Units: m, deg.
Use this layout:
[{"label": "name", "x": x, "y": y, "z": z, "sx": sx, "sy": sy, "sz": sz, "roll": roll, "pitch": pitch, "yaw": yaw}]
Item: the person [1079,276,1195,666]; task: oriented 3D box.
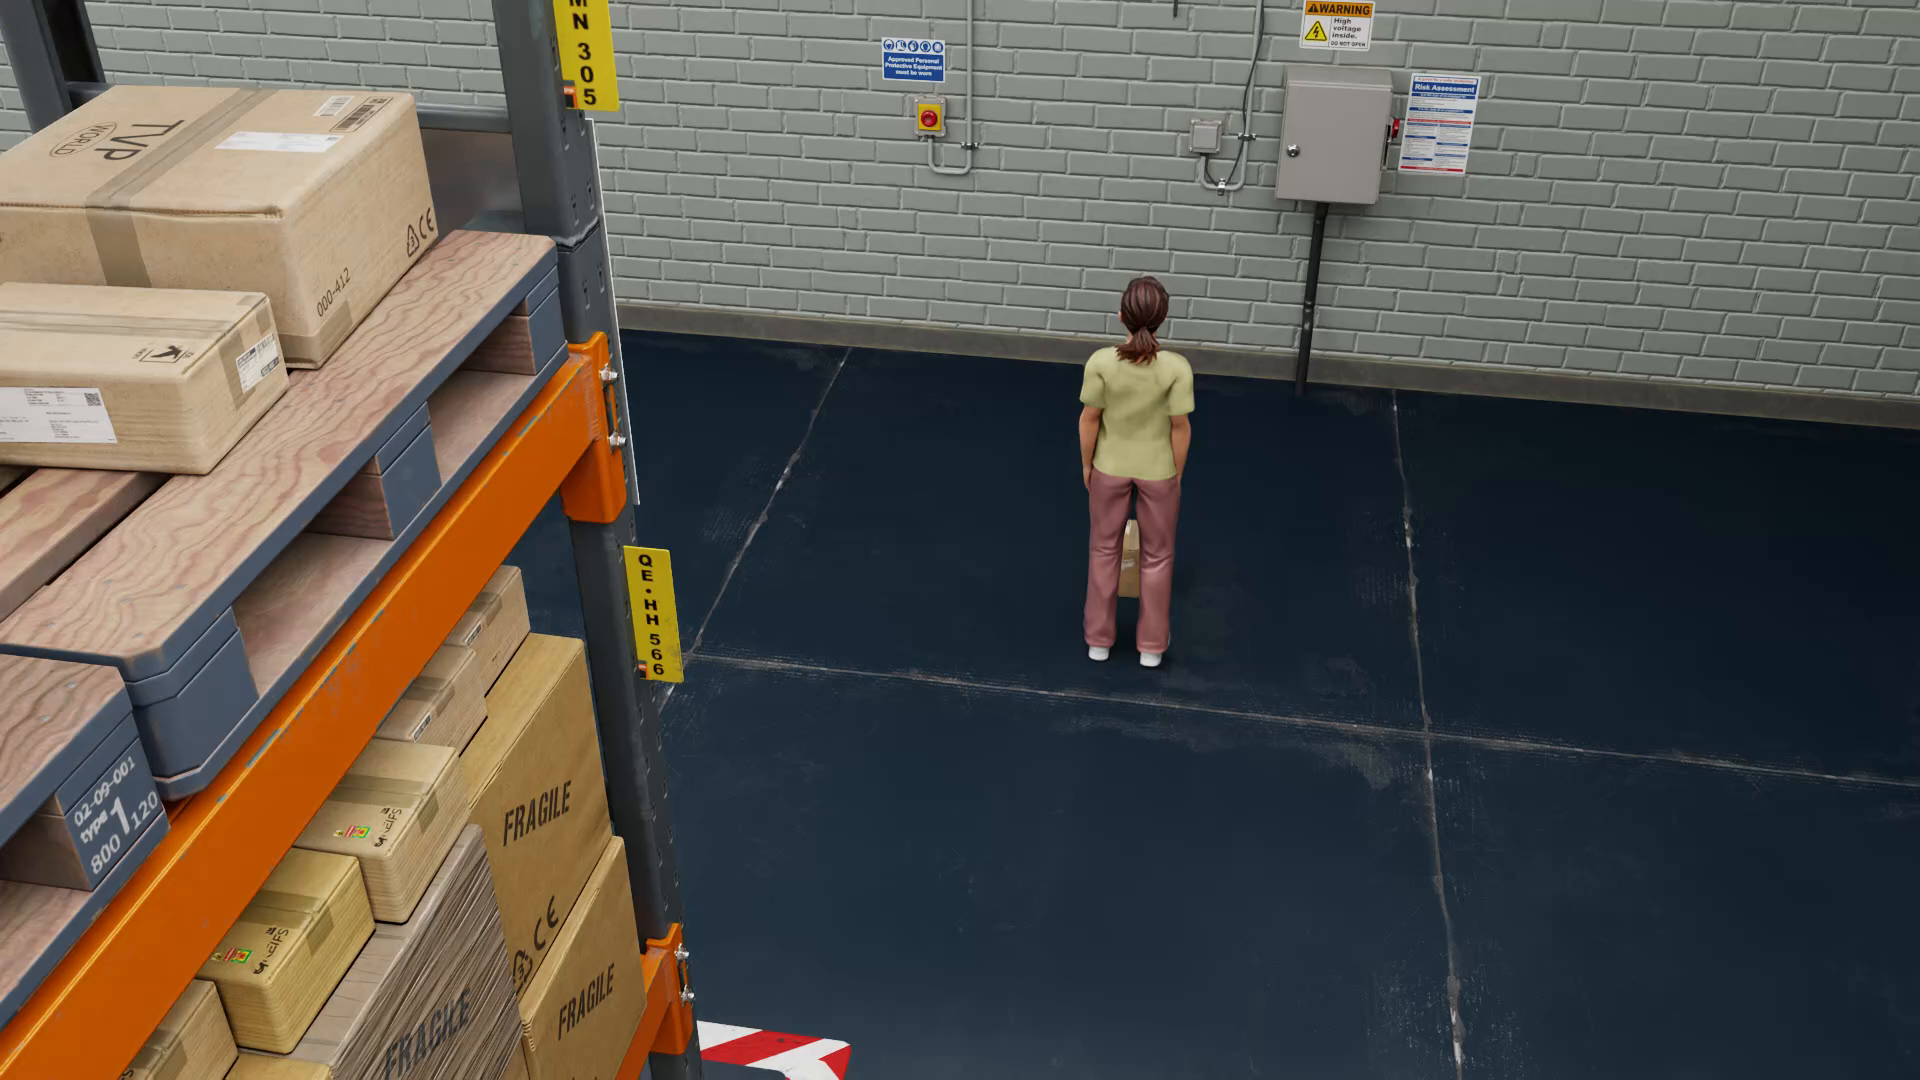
[{"label": "person", "x": 0.680, "y": -0.250, "z": 6.544, "sx": 0.439, "sy": 1.675, "sz": 0.353, "roll": 6, "pitch": 33, "yaw": 9}]
